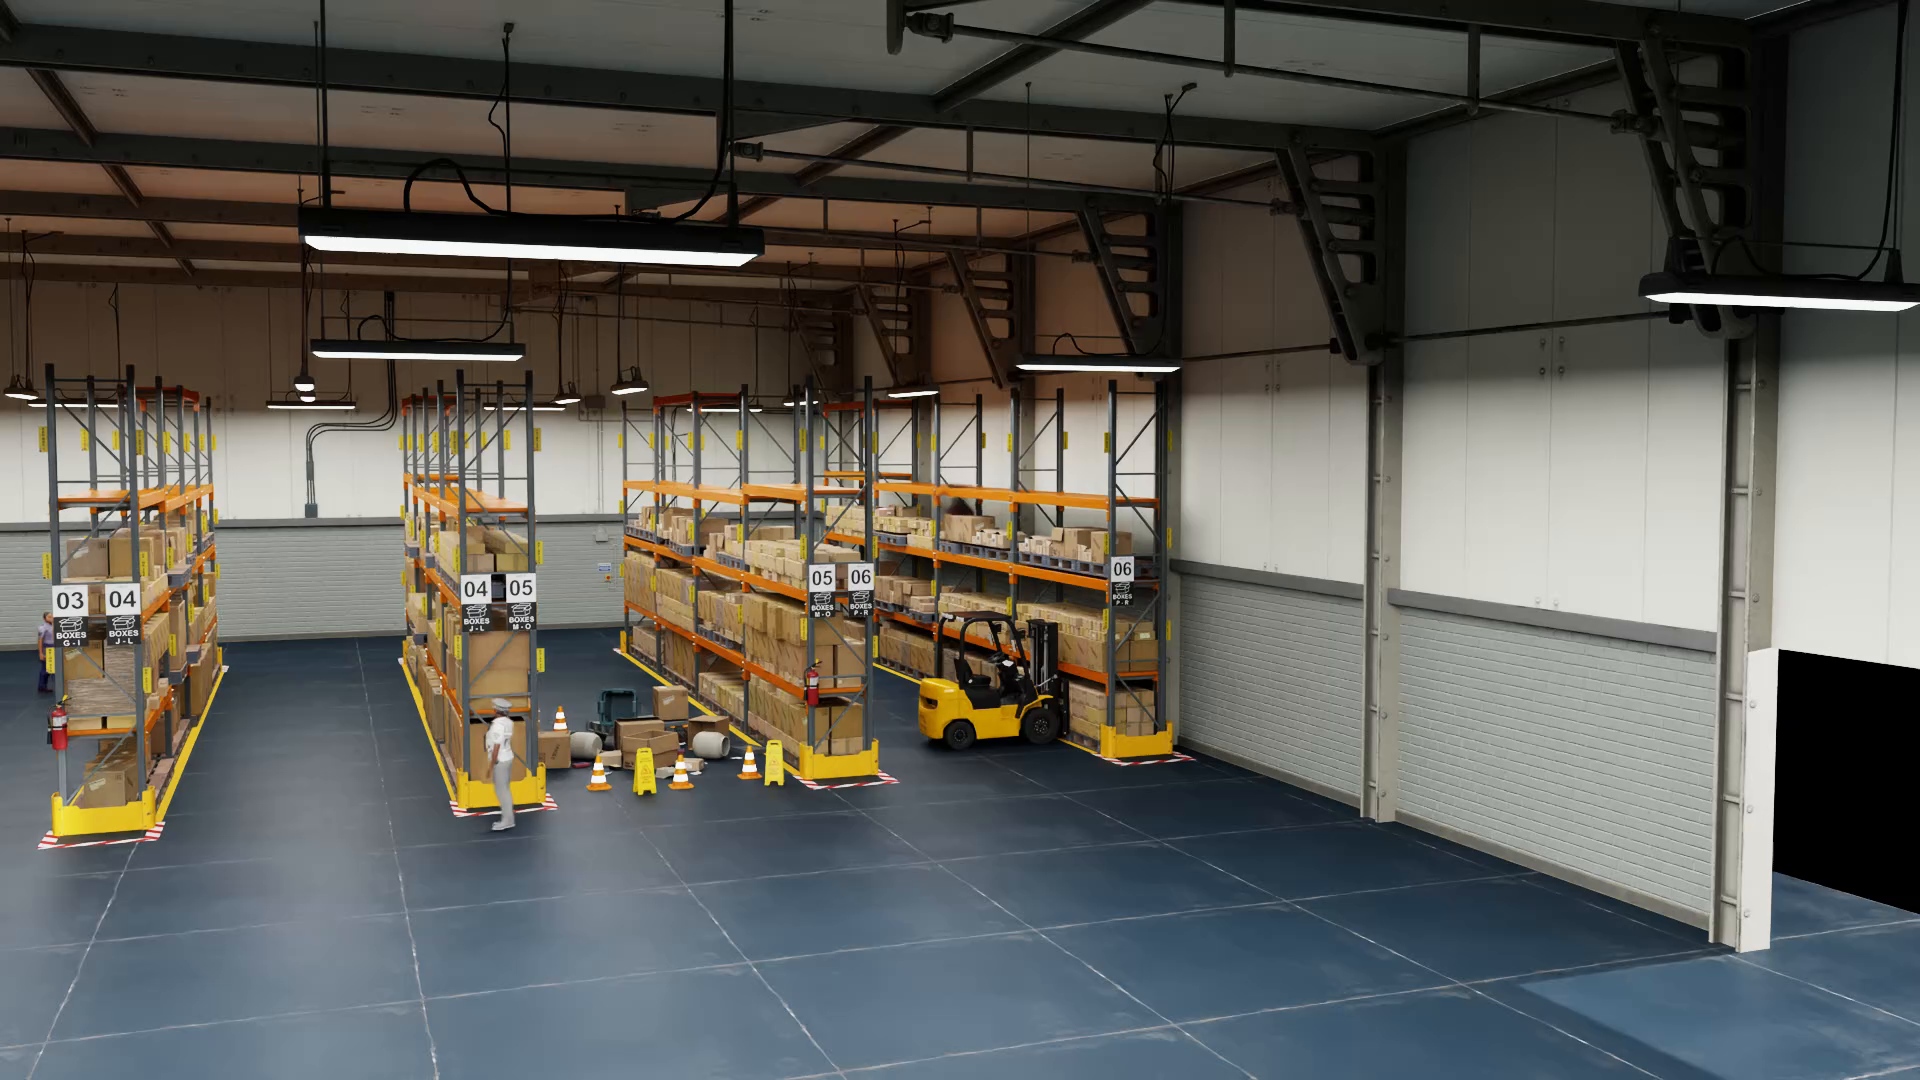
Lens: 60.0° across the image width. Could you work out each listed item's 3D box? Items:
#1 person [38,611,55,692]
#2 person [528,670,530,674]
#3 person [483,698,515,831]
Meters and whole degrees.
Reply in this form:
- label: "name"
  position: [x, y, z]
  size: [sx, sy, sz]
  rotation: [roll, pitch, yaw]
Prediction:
- label: "person"
  position: [-18.111, 2.247, 33.271]
  size: [0.660, 1.622, 0.474]
  rotation: [-1, 4, -20]
- label: "person"
  position: [-9.441, 2.029, 35.970]
  size: [0.435, 1.726, 0.600]
  rotation: [-2, 4, -30]
- label: "person"
  position: [-5.962, 2.904, 21.560]
  size: [0.373, 1.702, 0.501]
  rotation: [0, 3, -2]
